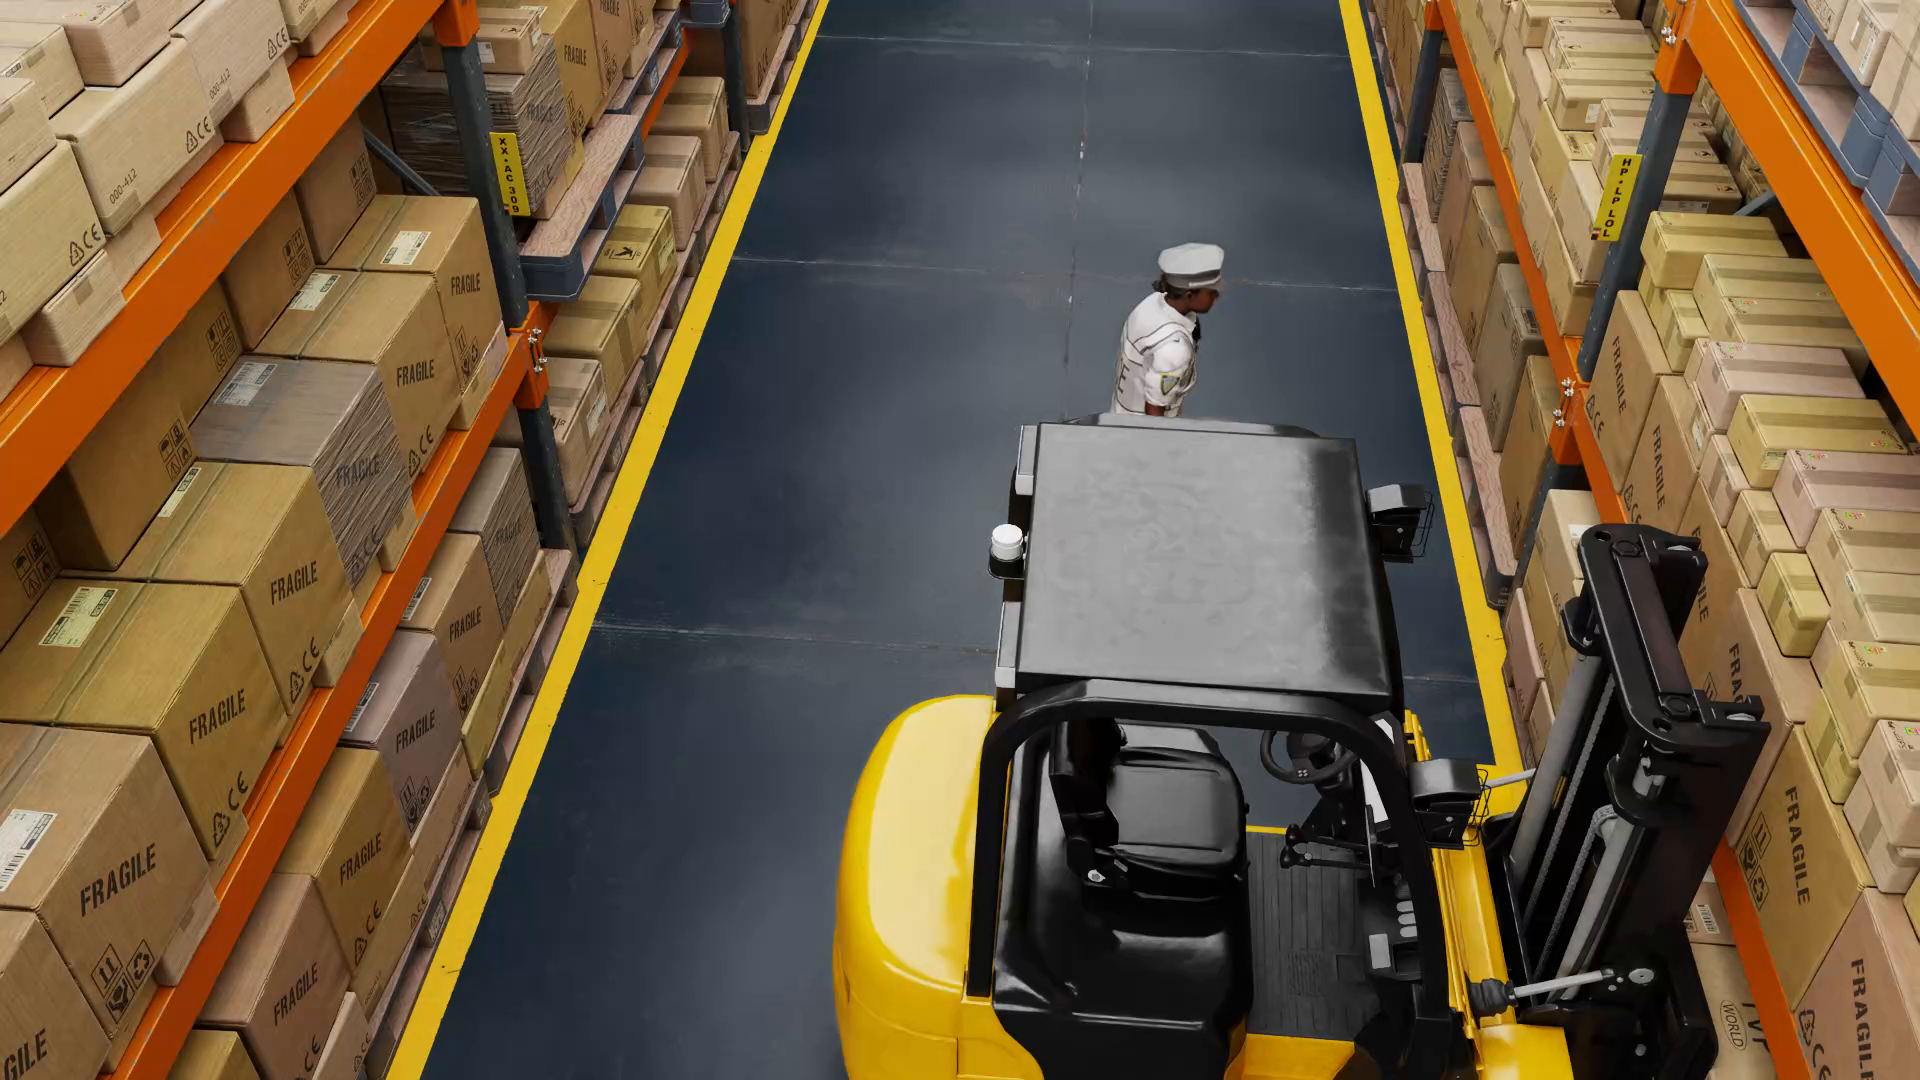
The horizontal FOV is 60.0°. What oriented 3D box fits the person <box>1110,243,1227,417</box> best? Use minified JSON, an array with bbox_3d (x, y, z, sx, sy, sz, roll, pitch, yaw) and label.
[{"bbox_3d":[0.803,-0.412,6.643,0.417,1.658,0.518,3,40,3],"label":"person"}]
